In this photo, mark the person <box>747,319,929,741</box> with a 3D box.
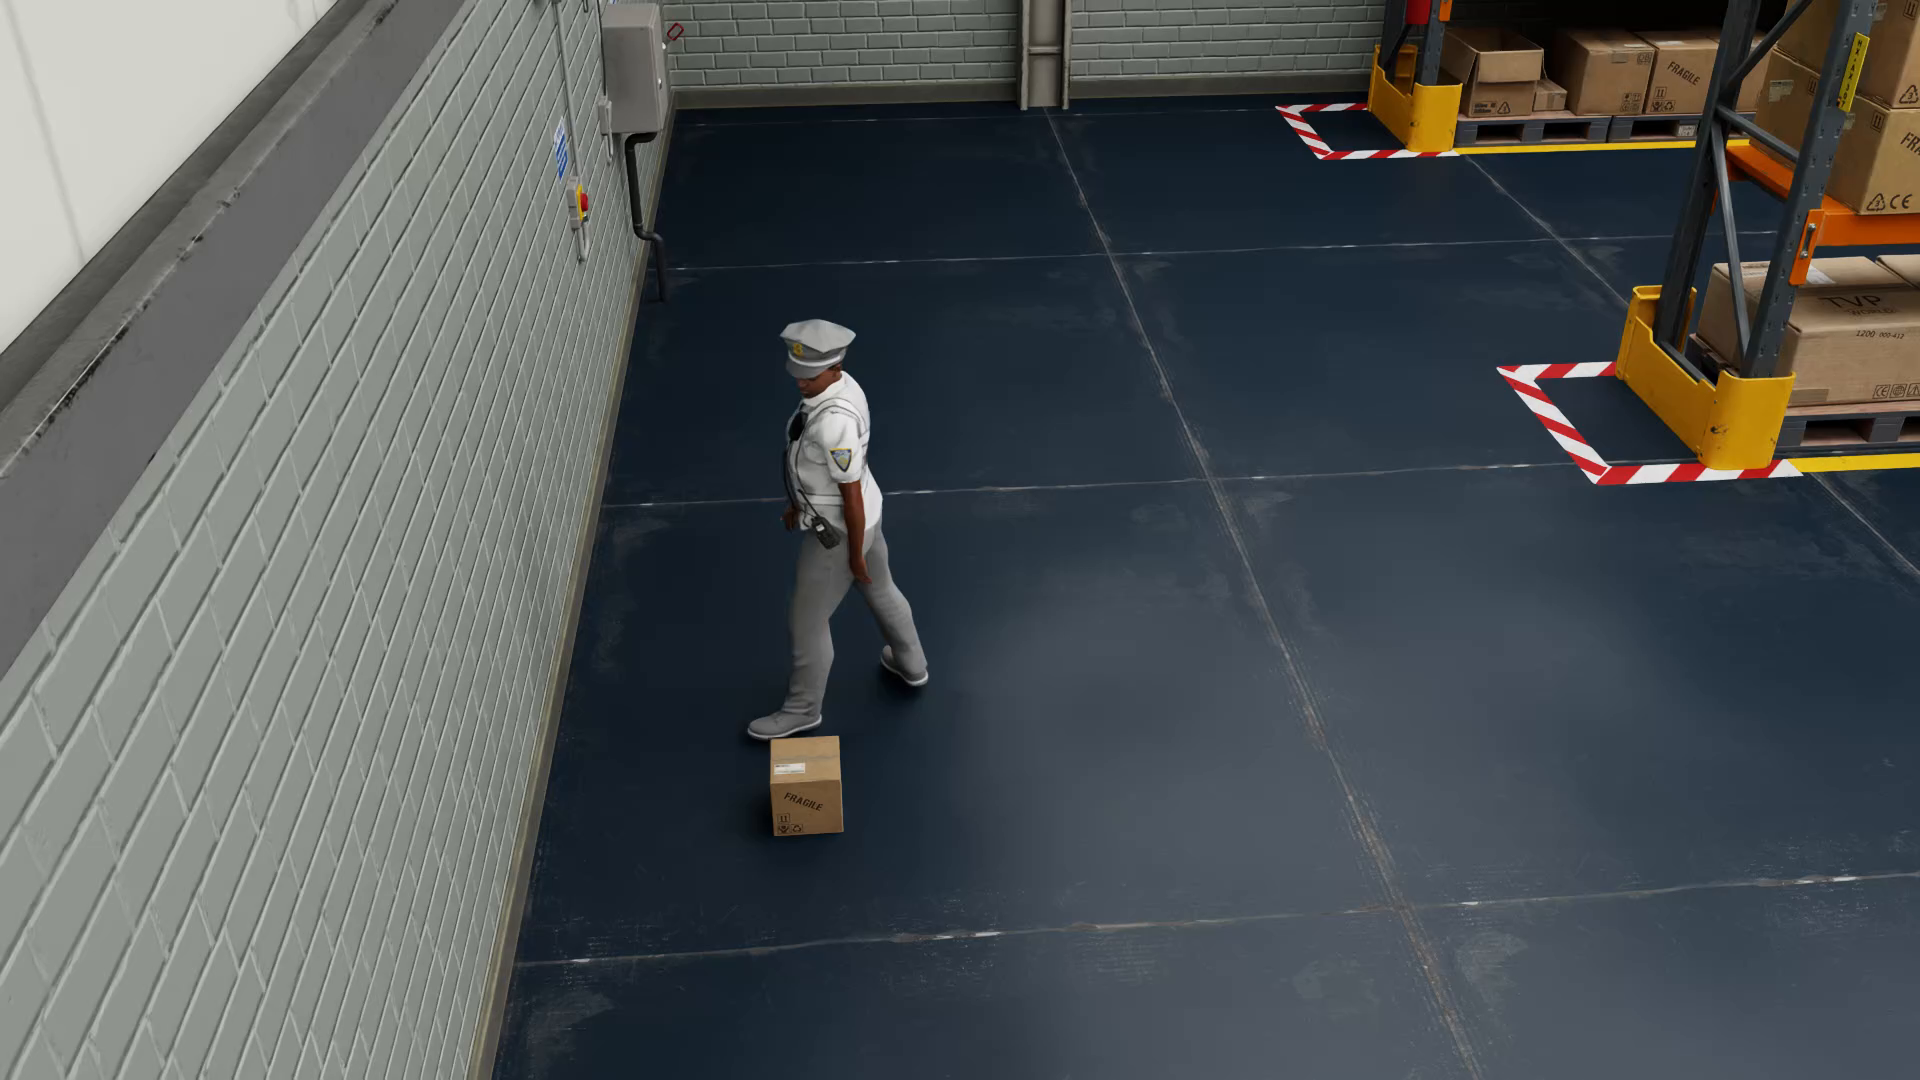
[{"bbox_3d":[-0.470,-0.066,6.230,0.677,1.636,0.613,2,31,3],"label":"person"}]
